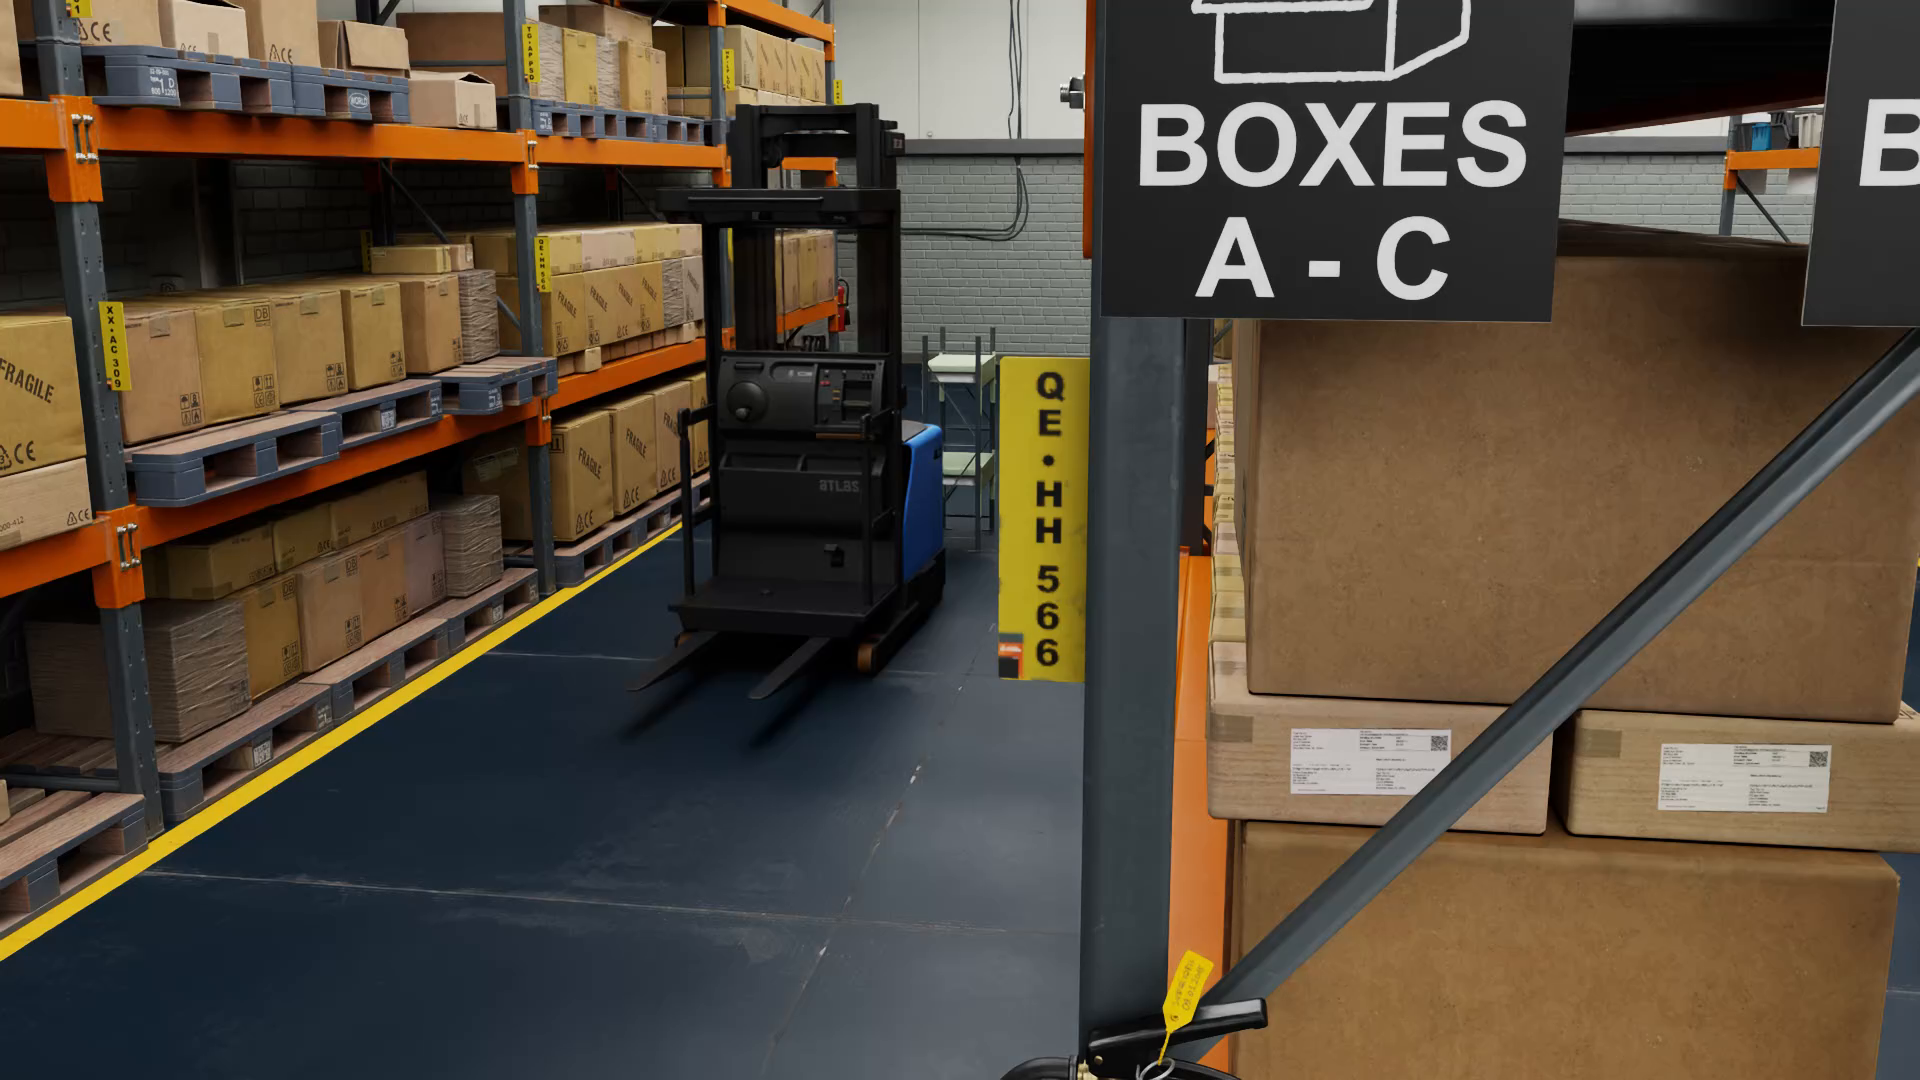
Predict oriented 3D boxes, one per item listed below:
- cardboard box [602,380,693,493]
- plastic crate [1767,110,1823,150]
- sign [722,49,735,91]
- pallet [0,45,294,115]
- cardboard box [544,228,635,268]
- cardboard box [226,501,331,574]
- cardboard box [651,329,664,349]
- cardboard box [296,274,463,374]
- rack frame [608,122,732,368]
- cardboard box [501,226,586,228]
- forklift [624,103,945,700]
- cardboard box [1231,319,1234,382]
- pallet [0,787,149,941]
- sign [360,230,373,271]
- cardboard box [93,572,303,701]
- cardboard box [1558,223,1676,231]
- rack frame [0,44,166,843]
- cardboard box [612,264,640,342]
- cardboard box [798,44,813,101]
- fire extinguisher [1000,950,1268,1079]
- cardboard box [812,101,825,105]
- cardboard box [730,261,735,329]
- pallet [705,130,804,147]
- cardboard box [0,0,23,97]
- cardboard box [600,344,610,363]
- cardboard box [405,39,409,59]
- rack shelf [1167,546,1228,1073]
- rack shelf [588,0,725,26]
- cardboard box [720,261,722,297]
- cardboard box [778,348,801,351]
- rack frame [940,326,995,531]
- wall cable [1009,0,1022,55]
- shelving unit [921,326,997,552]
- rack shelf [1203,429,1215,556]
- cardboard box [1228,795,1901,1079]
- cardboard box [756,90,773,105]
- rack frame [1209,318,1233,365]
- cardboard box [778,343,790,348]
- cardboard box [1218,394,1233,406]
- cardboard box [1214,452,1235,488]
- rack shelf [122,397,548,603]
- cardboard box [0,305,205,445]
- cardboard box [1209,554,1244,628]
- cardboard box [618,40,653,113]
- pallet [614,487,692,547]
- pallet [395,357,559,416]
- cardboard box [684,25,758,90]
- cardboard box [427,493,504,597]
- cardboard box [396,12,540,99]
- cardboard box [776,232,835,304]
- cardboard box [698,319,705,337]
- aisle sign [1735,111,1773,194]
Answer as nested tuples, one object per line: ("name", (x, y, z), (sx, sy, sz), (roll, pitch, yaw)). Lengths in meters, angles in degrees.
("cardboard box", (-2.532, -0.803, 12.703), (0.750, 0.750, 0.750), (2, 12, 10))
("plastic crate", (7.471, -3.611, 14.658), (0.504, 0.338, 0.767), (2, 12, 9))
("sign", (-1.890, -3.830, 13.551), (0.100, 0.325, 0.005), (2, 12, 9))
("pallet", (-3.457, -1.807, 6.584), (1.213, 0.211, 1.003), (2, 12, 9))
("cardboard box", (-2.563, -2.013, 11.443), (0.500, 0.250, 0.500), (2, 12, 9))
("cardboard box", (-3.420, -0.021, 8.080), (0.500, 0.250, 0.500), (2, 12, 7))
("cardboard box", (-2.438, -1.517, 12.462), (0.380, 0.149, 0.250), (2, 12, 7))
("cardboard box", (-3.164, -1.189, 9.107), (0.700, 0.500, 0.500), (1, 12, 3))
("rack frame", (-2.427, -1.973, 14.027), (1.000, 3.000, 0.127), (2, 12, 9))
("cardboard box", (-2.986, -2.134, 12.004), (0.500, 0.250, 0.500), (2, 12, 7))
("forklift", (-0.909, -0.817, 8.827), (1.130, 2.935, 3.031), (3, 12, 12))
("cardboard box", (1.176, -0.738, 4.982), (0.700, 0.500, 0.500), (2, 12, 9))
("pallet", (-3.726, 1.197, 5.940), (1.003, 0.211, 1.213), (2, 12, 9))
("sign", (-3.591, -1.723, 10.122), (0.100, 0.325, 0.005), (2, 12, 9))
("cardboard box", (-3.531, 0.436, 7.737), (0.700, 0.500, 0.500), (2, 12, 8))
("cardboard box", (0.867, -0.321, 3.044), (0.700, 0.500, 0.500), (2, 12, 9))
("rack frame", (-3.658, -0.307, 6.300), (1.000, 3.000, 0.127), (2, 12, 9))
("cardboard box", (-2.548, -1.649, 11.534), (0.500, 0.500, 0.500), (2, 12, 8))
("cardboard box", (-1.743, -4.554, 16.227), (0.500, 0.500, 0.500), (2, 12, 10))
("fire extinguisher", (0.145, 0.732, 1.659), (0.296, 0.674, 0.183), (2, 12, 9))
("cardboard box", (-1.662, -4.292, 16.789), (0.500, 0.250, 0.500), (2, 12, 10))
("cardboard box", (-2.328, -2.232, 14.517), (0.980, 0.700, 0.700), (2, 12, 10))
("pallet", (-2.101, -3.819, 15.684), (1.003, 0.211, 1.213), (2, 12, 9))
("cardboard box", (-3.491, -1.719, 5.444), (0.500, 0.500, 0.500), (2, 12, 10))
("cardboard box", (-2.643, -1.304, 11.471), (0.380, 0.149, 0.250), (2, 12, 10))
("cardboard box", (-3.380, -2.523, 9.174), (0.500, 0.500, 0.500), (2, 12, 9))
("rack shelf", (0.930, 0.620, 3.703), (1.077, 0.370, 4.000), (2, 12, 9))
("rack shelf", (-2.735, -3.942, 11.581), (1.077, 0.370, 4.000), (2, 12, 9))
("cardboard box", (-2.249, -2.073, 13.500), (0.500, 0.500, 0.500), (2, 12, 8))
("cardboard box", (-1.699, -1.871, 16.952), (0.380, 0.149, 0.250), (2, 12, 10))
("rack frame", (0.055, -0.808, 12.182), (0.400, 1.500, 0.023), (2, 12, 9))
("wall cable", (2.084, -7.767, 22.057), (3.097, 2.526, 0.112), (2, 12, 9))
("shelving unit", (-0.001, -0.732, 11.829), (0.431, 1.500, 0.755), (2, 12, 9))
("rack shelf", (1.545, -0.212, 7.566), (1.077, 0.370, 4.000), (2, 12, 9))
("cardboard box", (0.707, 0.539, 2.134), (0.700, 0.500, 0.500), (2, 12, 9))
("cardboard box", (-1.968, -3.861, 14.790), (0.500, 0.250, 0.500), (2, 12, 7))
("rack frame", (1.853, -0.980, 9.422), (1.000, 3.000, 0.127), (2, 12, 9))
("cardboard box", (-1.999, -1.989, 17.501), (0.380, 0.149, 0.250), (2, 12, 9))
("cardboard box", (0.890, -0.303, 4.504), (0.380, 0.149, 0.250), (2, 12, 8))
("cardboard box", (0.730, -0.090, 3.512), (0.380, 0.149, 0.250), (2, 12, 8))
("rack shelf", (-3.350, -0.372, 8.308), (1.077, 0.370, 4.000), (2, 12, 9))
("cardboard box", (-3.546, -0.676, 6.729), (0.700, 0.500, 0.500), (2, 12, 9))
("cardboard box", (0.571, 0.126, 2.514), (0.380, 0.149, 0.250), (2, 12, 8))
("cardboard box", (-2.693, -3.405, 12.273), (0.700, 0.500, 0.500), (2, 12, 8))
("pallet", (-2.657, -0.192, 12.383), (1.003, 0.211, 1.213), (2, 12, 9))
("pallet", (-3.047, -0.895, 9.479), (1.213, 0.211, 1.003), (2, 12, 9))
("cardboard box", (-2.040, -4.126, 14.240), (0.500, 0.500, 0.500), (2, 12, 8))
("cardboard box", (-3.102, 0.018, 9.677), (0.700, 0.500, 0.500), (2, 12, 9))
("cardboard box", (-3.026, -2.971, 10.259), (0.700, 0.500, 0.500), (1, 12, 4))
("cardboard box", (-1.881, -2.846, 17.365), (0.980, 0.700, 0.700), (2, 12, 11))
("cardboard box", (-2.215, -1.727, 13.435), (0.380, 0.149, 0.250), (2, 12, 10))
("aisle sign", (7.695, -3.780, 16.242), (0.394, 0.787, 0.004), (2, 12, 9))
